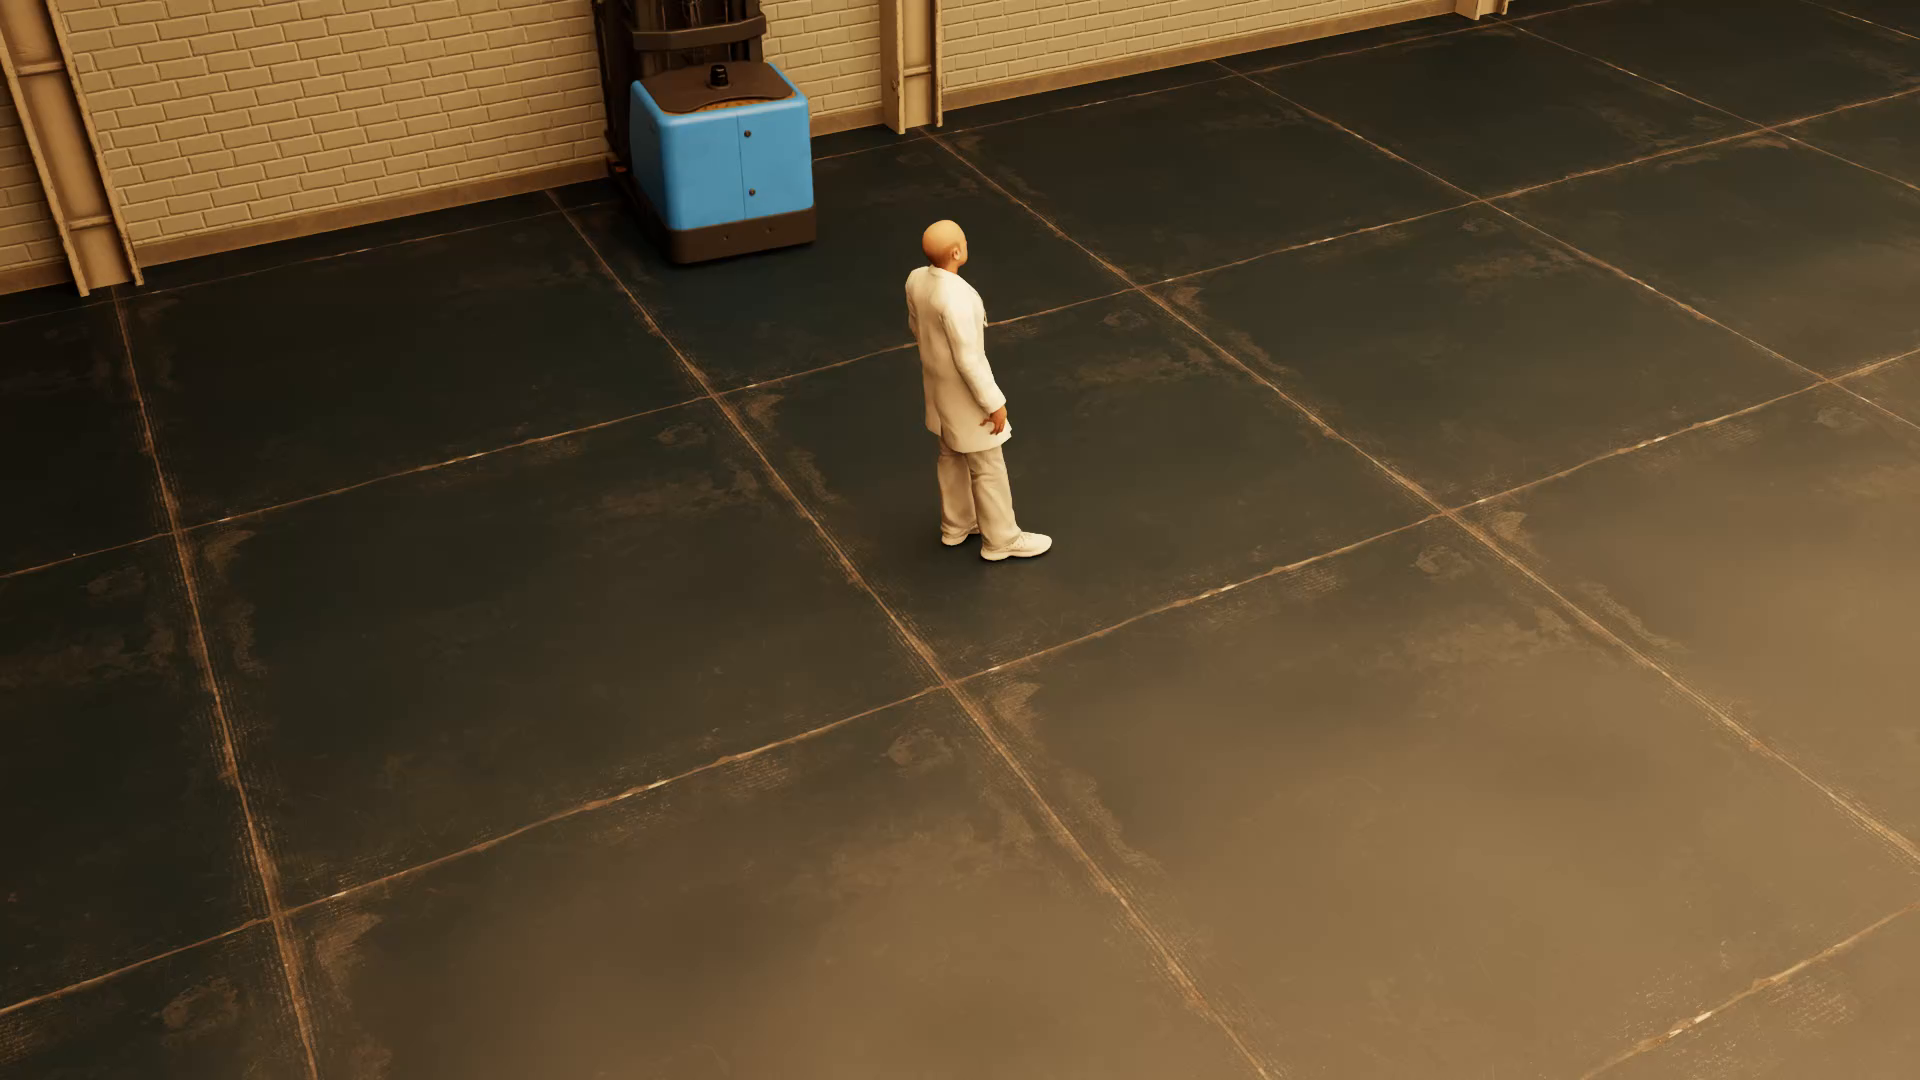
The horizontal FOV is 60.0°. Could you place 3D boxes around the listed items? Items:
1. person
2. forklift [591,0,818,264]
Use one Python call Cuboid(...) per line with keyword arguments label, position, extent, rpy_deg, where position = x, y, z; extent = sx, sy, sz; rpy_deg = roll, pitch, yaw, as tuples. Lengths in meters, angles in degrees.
Cuboid(label="person", position=(0.083, -0.755, 8.177), extent=(0.578, 1.778, 0.698), rpy_deg=(-17, 39, -23))
Cuboid(label="forklift", position=(-2.022, -3.894, 11.632), extent=(1.130, 2.935, 3.031), rpy_deg=(-14, 37, -19))
